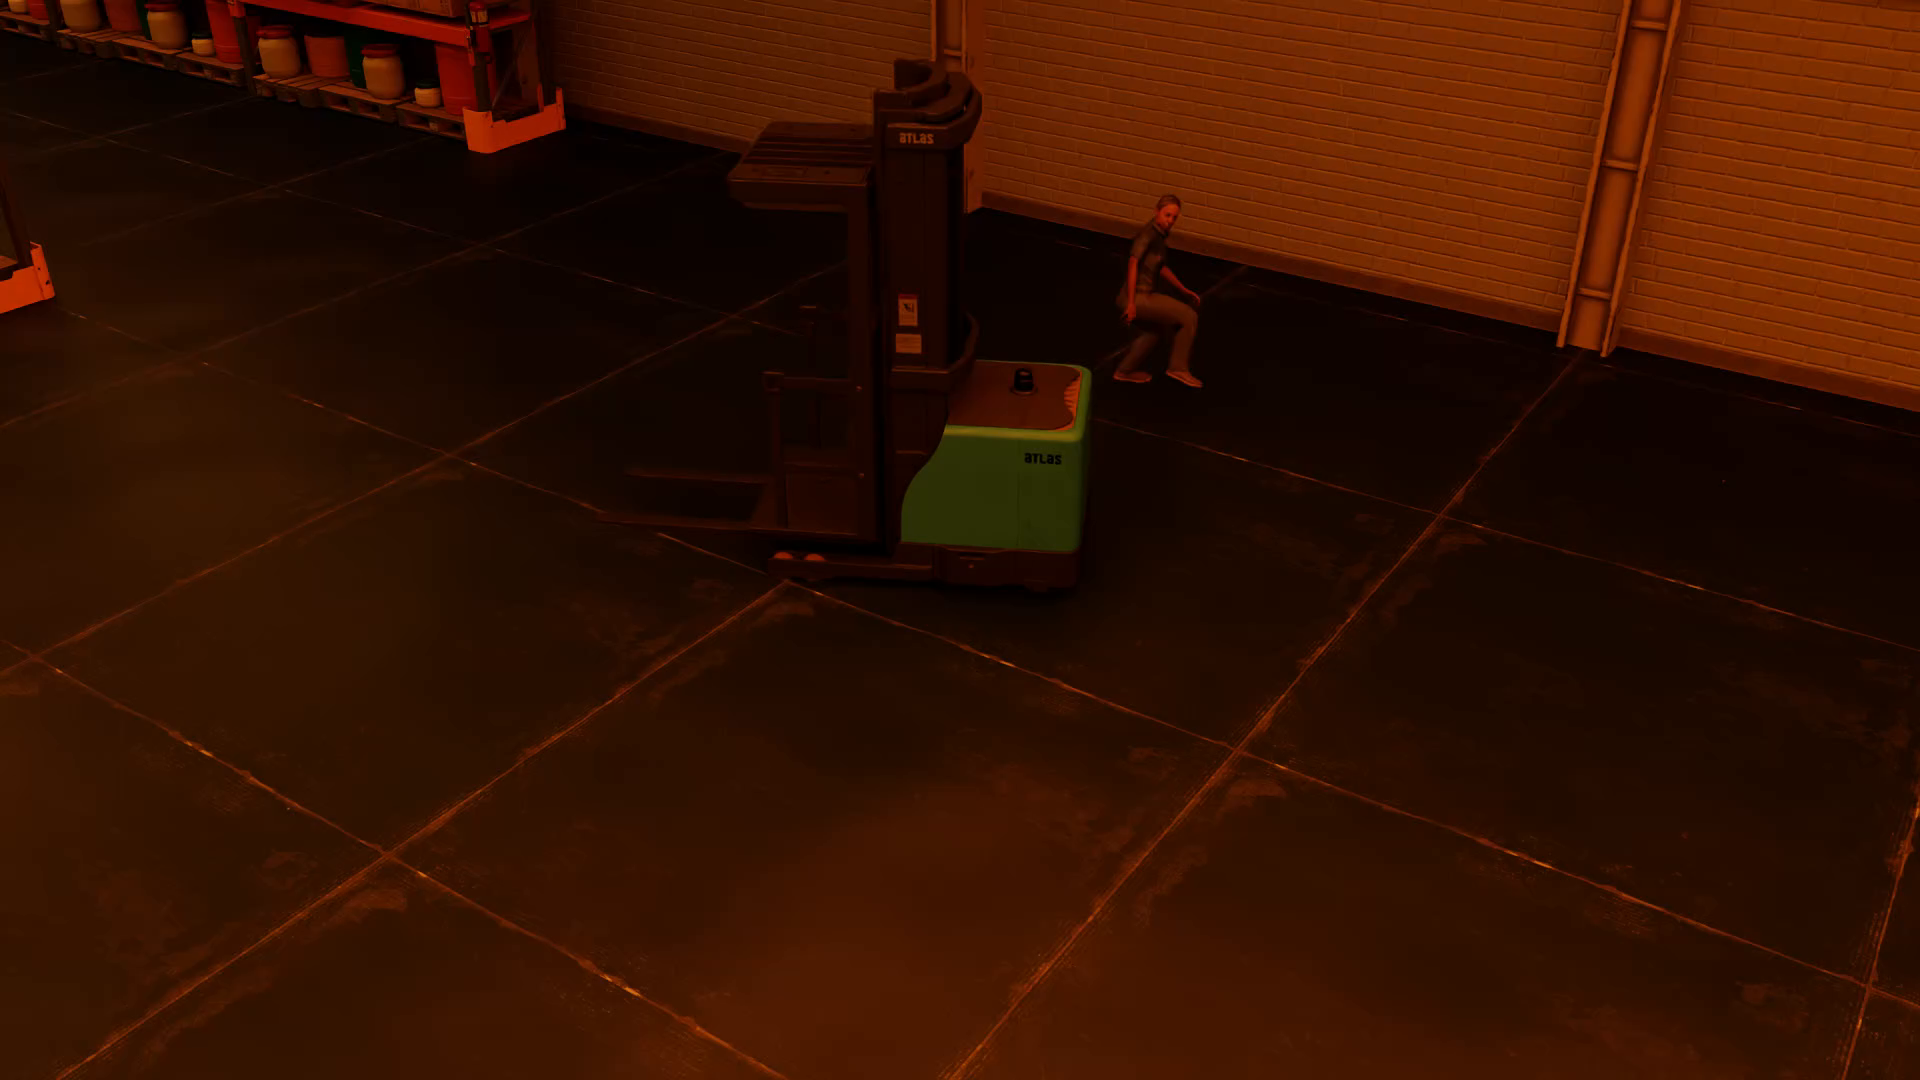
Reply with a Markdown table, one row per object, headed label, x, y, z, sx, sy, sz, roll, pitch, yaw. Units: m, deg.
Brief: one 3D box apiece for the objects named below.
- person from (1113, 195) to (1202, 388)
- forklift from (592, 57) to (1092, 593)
| label | x | y | z | sx | sy | sz | roll | pitch | yaw |
| --- | --- | --- | --- | --- | --- | --- | --- | --- | --- |
| person | 1.436 | -1.728 | 11.943 | 0.695 | 1.466 | 0.687 | -3 | 30 | -5 |
| forklift | -0.733 | -1.272 | 9.772 | 3.031 | 2.935 | 1.130 | 4 | 30 | 6 |
